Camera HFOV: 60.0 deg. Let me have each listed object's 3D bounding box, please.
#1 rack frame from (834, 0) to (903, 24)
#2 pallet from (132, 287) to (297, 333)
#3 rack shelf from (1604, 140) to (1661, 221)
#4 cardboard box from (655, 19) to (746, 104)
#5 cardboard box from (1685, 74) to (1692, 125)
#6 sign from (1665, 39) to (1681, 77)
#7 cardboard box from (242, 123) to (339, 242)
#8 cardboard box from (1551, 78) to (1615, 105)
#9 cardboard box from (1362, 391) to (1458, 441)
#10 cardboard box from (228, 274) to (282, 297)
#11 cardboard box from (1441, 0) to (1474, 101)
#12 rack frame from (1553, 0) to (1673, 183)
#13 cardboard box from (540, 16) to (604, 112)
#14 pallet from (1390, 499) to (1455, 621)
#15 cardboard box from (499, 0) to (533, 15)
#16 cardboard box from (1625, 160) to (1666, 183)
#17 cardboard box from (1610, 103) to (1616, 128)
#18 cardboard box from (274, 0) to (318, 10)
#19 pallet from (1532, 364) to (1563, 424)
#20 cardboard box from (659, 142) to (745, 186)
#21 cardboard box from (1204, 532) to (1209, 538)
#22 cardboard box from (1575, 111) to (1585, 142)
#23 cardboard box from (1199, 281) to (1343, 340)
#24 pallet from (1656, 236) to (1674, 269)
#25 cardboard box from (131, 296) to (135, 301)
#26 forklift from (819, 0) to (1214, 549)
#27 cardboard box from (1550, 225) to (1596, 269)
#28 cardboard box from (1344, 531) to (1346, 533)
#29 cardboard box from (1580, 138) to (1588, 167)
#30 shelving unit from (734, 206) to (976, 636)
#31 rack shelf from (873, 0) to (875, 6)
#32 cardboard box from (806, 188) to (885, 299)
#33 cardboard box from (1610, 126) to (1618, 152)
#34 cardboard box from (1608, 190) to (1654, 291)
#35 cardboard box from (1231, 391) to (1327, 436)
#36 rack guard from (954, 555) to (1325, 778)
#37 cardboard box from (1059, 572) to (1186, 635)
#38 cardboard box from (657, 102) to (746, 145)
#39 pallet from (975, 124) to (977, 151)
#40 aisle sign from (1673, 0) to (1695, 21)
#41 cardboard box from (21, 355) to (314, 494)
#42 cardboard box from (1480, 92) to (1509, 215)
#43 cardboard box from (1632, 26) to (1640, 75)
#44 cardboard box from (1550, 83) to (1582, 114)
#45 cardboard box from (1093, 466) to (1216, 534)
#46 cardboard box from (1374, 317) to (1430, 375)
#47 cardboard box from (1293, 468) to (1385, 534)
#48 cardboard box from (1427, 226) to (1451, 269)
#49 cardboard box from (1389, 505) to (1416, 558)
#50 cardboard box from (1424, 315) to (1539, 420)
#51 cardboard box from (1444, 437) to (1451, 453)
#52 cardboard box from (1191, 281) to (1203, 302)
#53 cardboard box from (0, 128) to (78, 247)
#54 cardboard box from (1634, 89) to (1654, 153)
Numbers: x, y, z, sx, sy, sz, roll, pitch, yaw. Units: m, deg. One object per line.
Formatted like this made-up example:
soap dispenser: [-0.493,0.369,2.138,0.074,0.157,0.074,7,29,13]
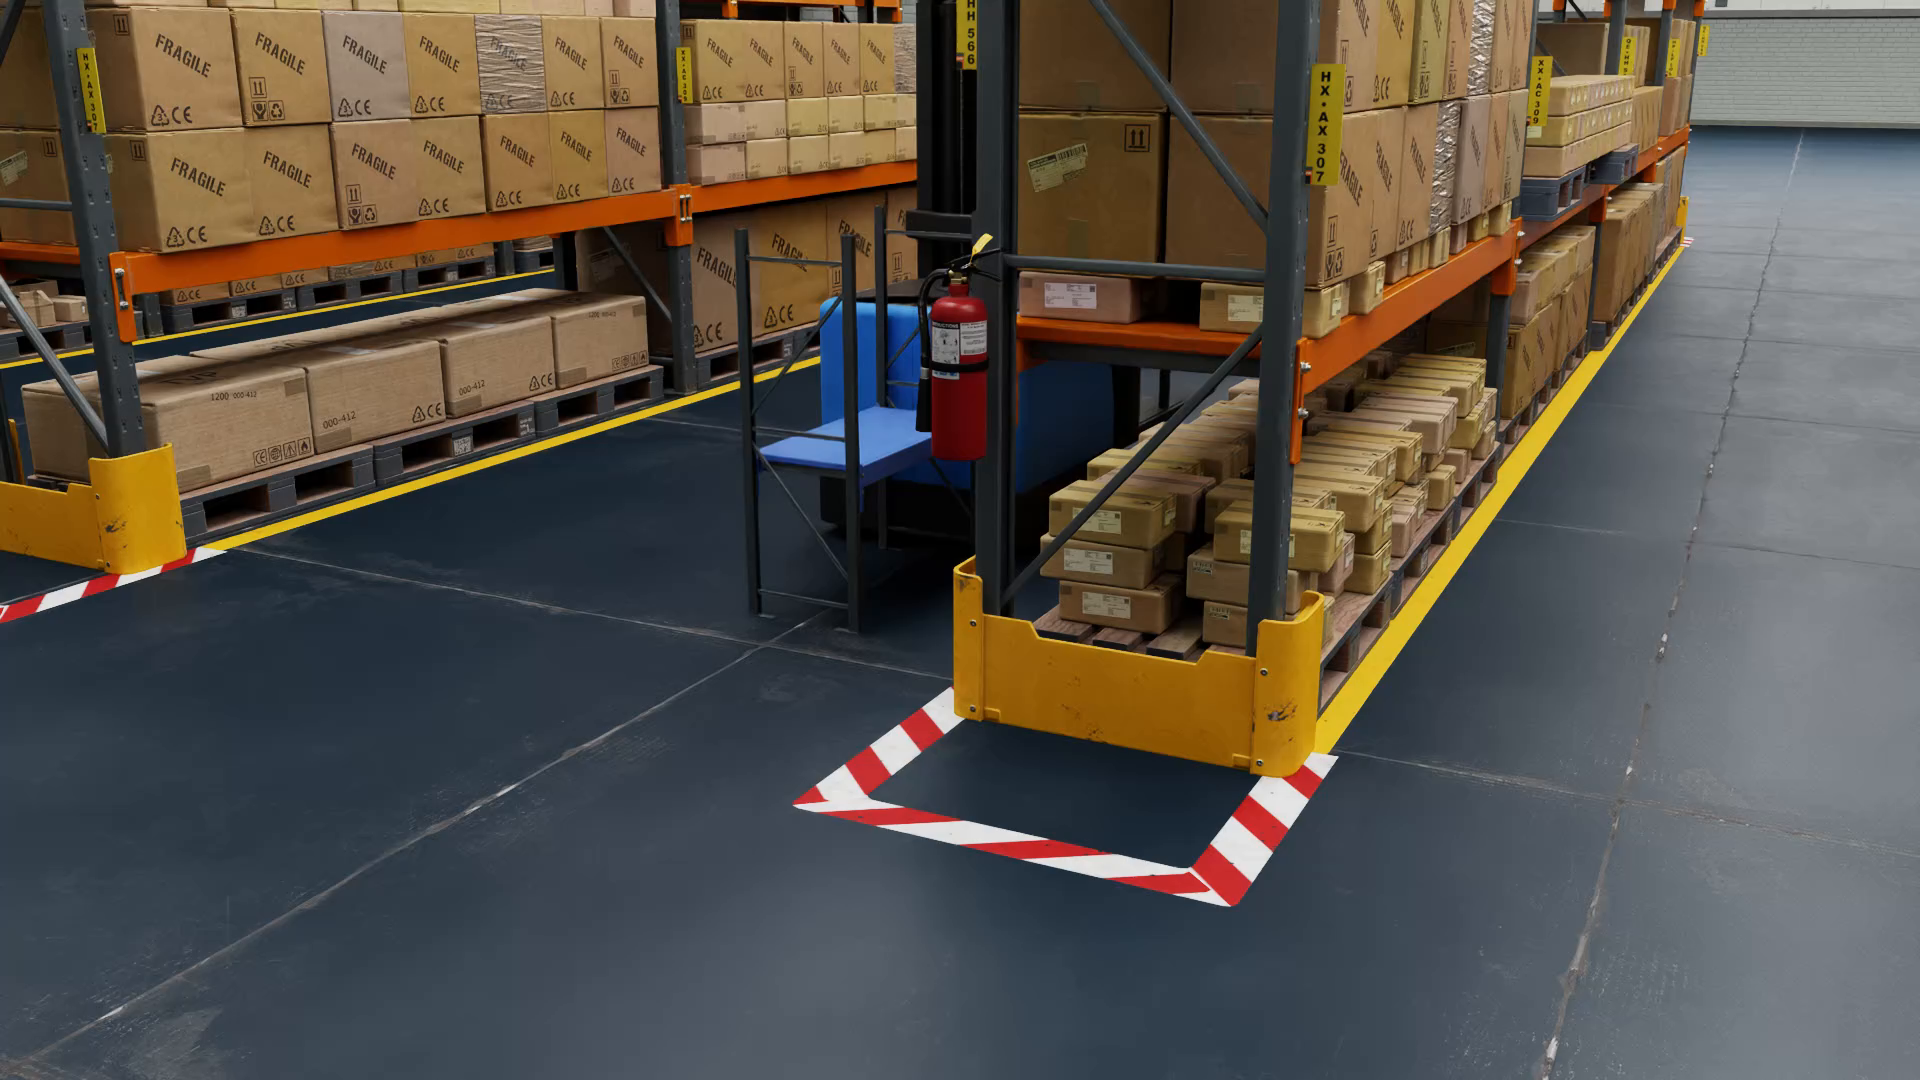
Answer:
rack frame: [-1.244,-6.114,22.839,1.000,3.000,0.127,8,18,25]
pallet: [-6.276,-1.932,13.659,1.003,0.211,1.213,8,18,25]
rack shelf: [4.991,-3.006,13.640,1.077,0.370,4.000,8,18,25]
cardboard box: [-1.710,-3.029,10.523,0.500,0.500,0.500,8,18,26]
cardboard box: [7.547,-4.851,18.324,0.875,0.550,0.550,8,18,25]
sign: [6.374,-4.311,14.875,0.100,0.325,0.005,8,18,25]
cardboard box: [-3.279,-1.674,7.715,0.500,0.500,0.500,8,18,25]
cardboard box: [3.709,-2.695,9.989,0.380,0.149,0.250,9,19,28]
cardboard box: [1.976,-0.547,7.323,0.380,0.149,0.250,7,18,23]
cardboard box: [-5.959,-2.291,13.624,0.500,0.500,0.500,8,18,25]
cardboard box: [1.657,-1.943,6.344,0.500,0.500,0.500,7,18,24]
rack frame: [5.885,-3.860,15.252,1.000,3.000,0.127,8,18,25]
cardboard box: [-2.361,-2.670,9.314,0.500,0.500,0.500,8,18,25]
pallet: [1.498,0.002,7.147,1.003,0.211,1.213,8,18,25]
cardboard box: [-2.528,-2.895,8.932,0.380,0.149,0.250,8,18,25]
cardboard box: [6.228,-3.194,16.004,0.875,0.875,0.875,8,19,26]
cardboard box: [3.825,-2.619,10.254,0.380,0.149,0.250,8,18,25]
cardboard box: [-3.171,-2.498,7.594,0.380,0.149,0.250,7,18,24]
pallet: [3.200,-0.996,10.507,1.003,0.211,1.213,8,18,25]
cardboard box: [-1.731,-2.433,10.711,0.500,0.250,0.500,8,18,24]
cardboard box: [0.734,-0.084,6.286,0.380,0.149,0.250,7,18,23]
cardboard box: [3.126,-2.220,8.911,0.380,0.149,0.250,9,19,27]
cardboard box: [0.961,-0.724,5.134,0.380,0.149,0.250,8,18,25]
pallet: [6.838,-3.019,17.318,1.003,0.211,1.213,8,18,25]
cardboard box: [-6.651,-2.223,13.392,0.500,0.500,0.500,8,18,25]
forklift: [0.489,-1.738,8.229,1.130,2.935,3.031,8,18,26]
cardboard box: [4.026,-1.996,11.312,0.500,0.250,0.500,8,18,24]
cardboard box: [1.189,-0.018,6.063,0.380,0.149,0.250,8,18,26]
cardboard box: [3.244,-2.143,9.176,0.380,0.149,0.250,8,18,26]
shelving unit: [-0.365,-0.520,6.640,0.538,1.500,1.048,8,18,26]
rack shelf: [0.517,-5.048,15.246,1.077,0.370,4.000,8,18,25]
cardboard box: [-1.162,-2.236,12.778,0.875,0.875,0.875,8,18,26]
cardboard box: [3.946,-2.546,10.533,0.380,0.149,0.250,8,18,25]
cardboard box: [5.253,-2.568,14.116,1.050,0.750,0.750,8,18,25]
cardboard box: [1.395,-0.544,7.312,0.380,0.149,0.250,7,18,23]
rack guard: [0.557,0.375,5.382,1.175,0.500,0.348,8,18,25]
cardboard box: [0.571,0.201,5.848,0.380,0.149,0.250,8,19,26]
cardboard box: [-1.715,-2.670,10.632,0.500,0.250,0.500,8,18,24]
pallet: [-0.153,-3.548,14.540,1.213,0.211,1.003,8,18,25]
aisle sign: [7.972,-6.105,18.245,0.394,0.787,0.004,8,18,25]
cardboard box: [-3.746,-0.561,7.909,0.875,0.438,0.875,7,18,24]
cardboard box: [2.113,-1.722,7.354,0.500,0.500,0.500,8,18,24]
cardboard box: [5.214,-4.000,13.792,0.700,0.500,0.500,8,18,26]
cardboard box: [3.017,-2.302,8.665,0.380,0.149,0.250,9,19,27]
cardboard box: [0.696,-0.147,5.976,0.380,0.149,0.250,8,19,26]
cardboard box: [2.415,-1.046,9.430,0.500,0.500,0.500,8,18,24]
cardboard box: [1.303,-0.147,5.976,0.380,0.149,0.250,8,18,25]
cardboard box: [1.757,-1.192,6.711,0.380,0.149,0.250,9,19,26]
cardboard box: [1.622,-0.053,6.703,0.380,0.149,0.250,7,18,23]
cardboard box: [2.877,-0.980,9.208,0.500,0.500,0.500,9,19,28]
cardboard box: [2.040,-0.487,7.641,0.380,0.149,0.250,8,18,26]
cardboard box: [0.659,-0.926,5.816,0.380,0.149,0.250,8,18,25]
cardboard box: [-3.972,-1.612,7.508,0.500,0.500,0.500,8,18,26]
cardboard box: [5.439,-3.484,13.809,0.500,0.500,0.500,8,18,26]
